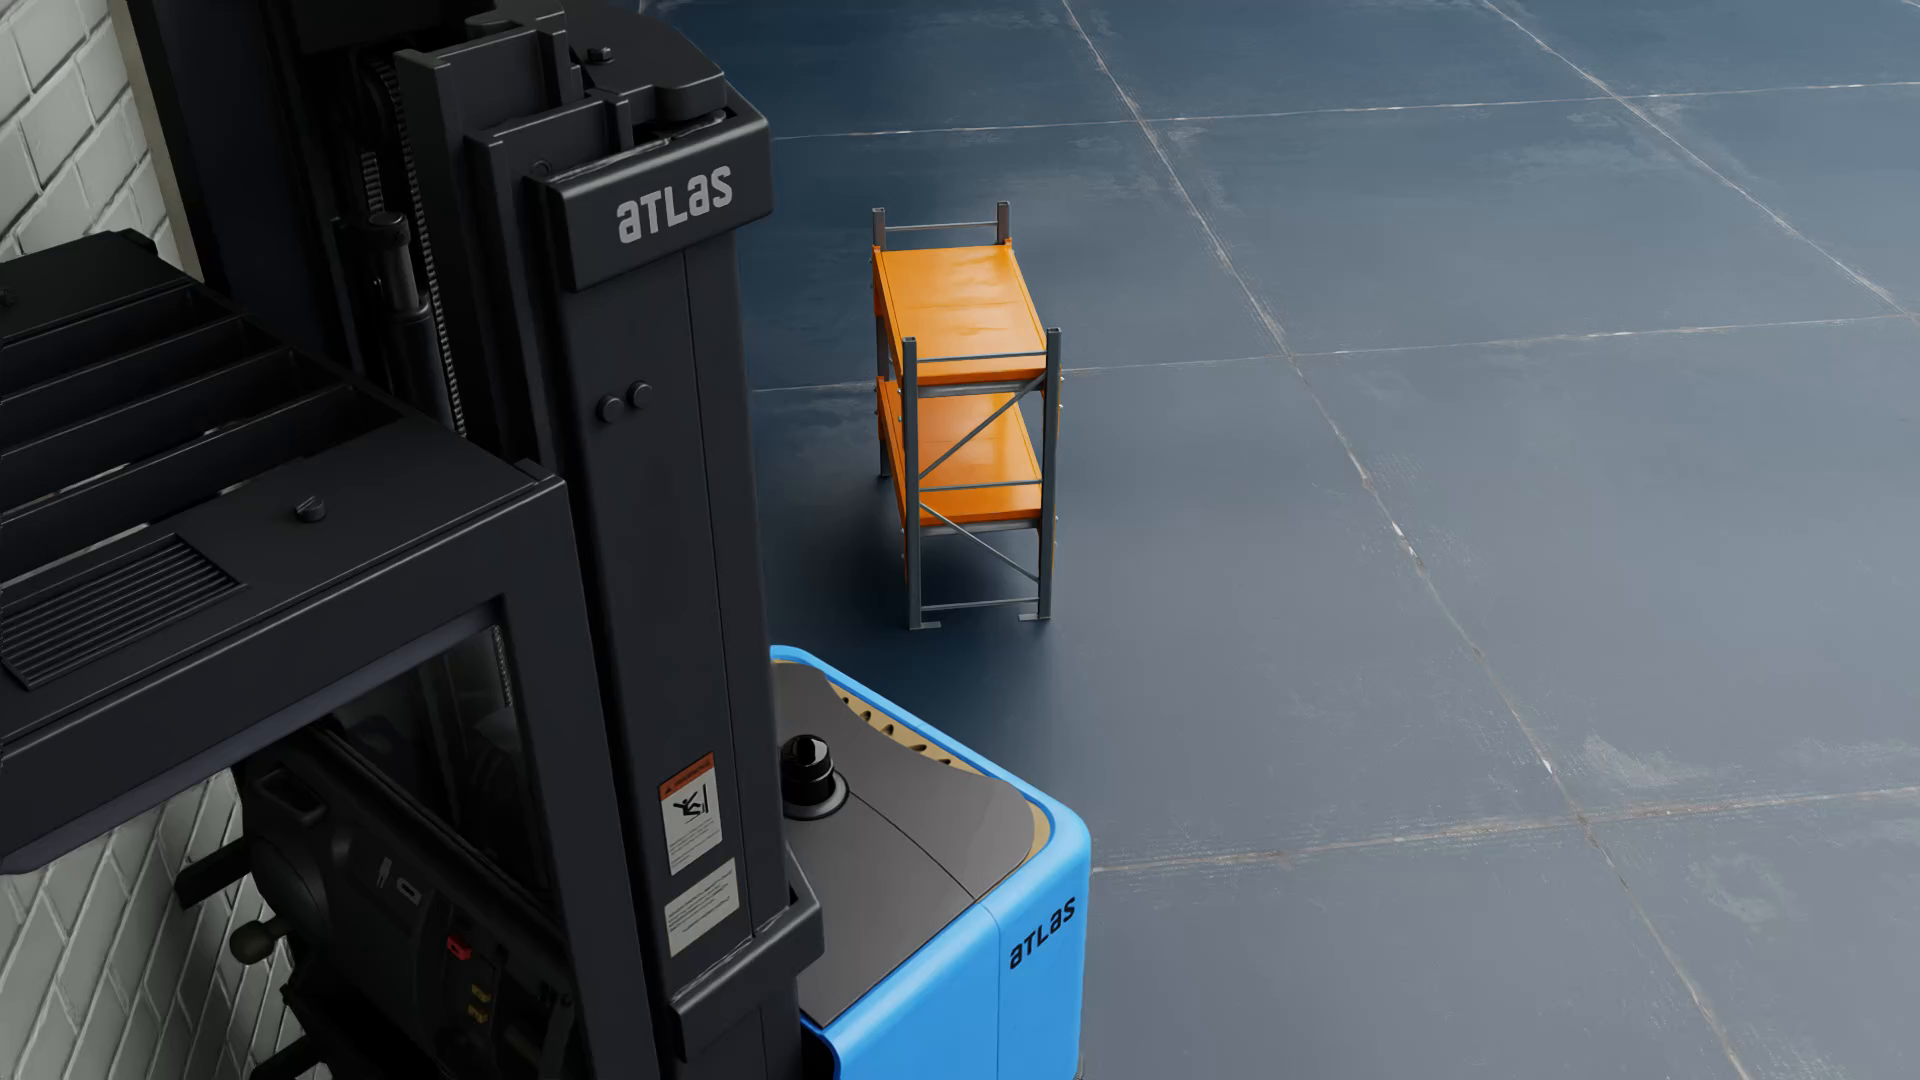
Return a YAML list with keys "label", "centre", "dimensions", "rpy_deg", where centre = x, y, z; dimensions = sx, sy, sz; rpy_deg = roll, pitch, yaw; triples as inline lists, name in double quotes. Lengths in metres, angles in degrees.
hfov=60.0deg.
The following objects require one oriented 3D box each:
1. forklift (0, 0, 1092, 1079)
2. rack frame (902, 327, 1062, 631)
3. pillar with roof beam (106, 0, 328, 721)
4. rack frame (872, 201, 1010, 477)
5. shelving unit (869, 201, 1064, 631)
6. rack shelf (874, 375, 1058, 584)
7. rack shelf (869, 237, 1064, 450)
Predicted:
- label: "forklift"
  centre: [-1.066, 0.703, 2.616]
  dimensions: [1.130, 2.935, 3.031]
  rpy_deg: [27, 42, 34]
- label: "rack frame"
  centre: [0.069, -0.177, 5.511]
  dimensions: [0.500, 1.125, 0.032]
  rpy_deg: [-4, 35, -6]
- label: "pillar with roof beam"
  centre: [2.857, -2.946, 2.583]
  dimensions: [9.100, 9.000, 0.400]
  rpy_deg: [-4, 35, -6]
- label: "rack frame"
  centre: [-0.067, -0.745, 6.344]
  dimensions: [0.500, 1.125, 0.032]
  rpy_deg: [-4, 35, -6]
- label: "shelving unit"
  centre: [0.001, -0.461, 5.928]
  dimensions: [0.538, 1.125, 1.048]
  rpy_deg: [-4, 35, -6]
- label: "rack shelf"
  centre: [0.001, -0.259, 6.065]
  dimensions: [0.538, 0.278, 1.000]
  rpy_deg: [-4, 35, -6]
- label: "rack shelf"
  centre: [0.001, -0.703, 5.763]
  dimensions: [0.538, 0.278, 1.000]
  rpy_deg: [-4, 35, -6]
